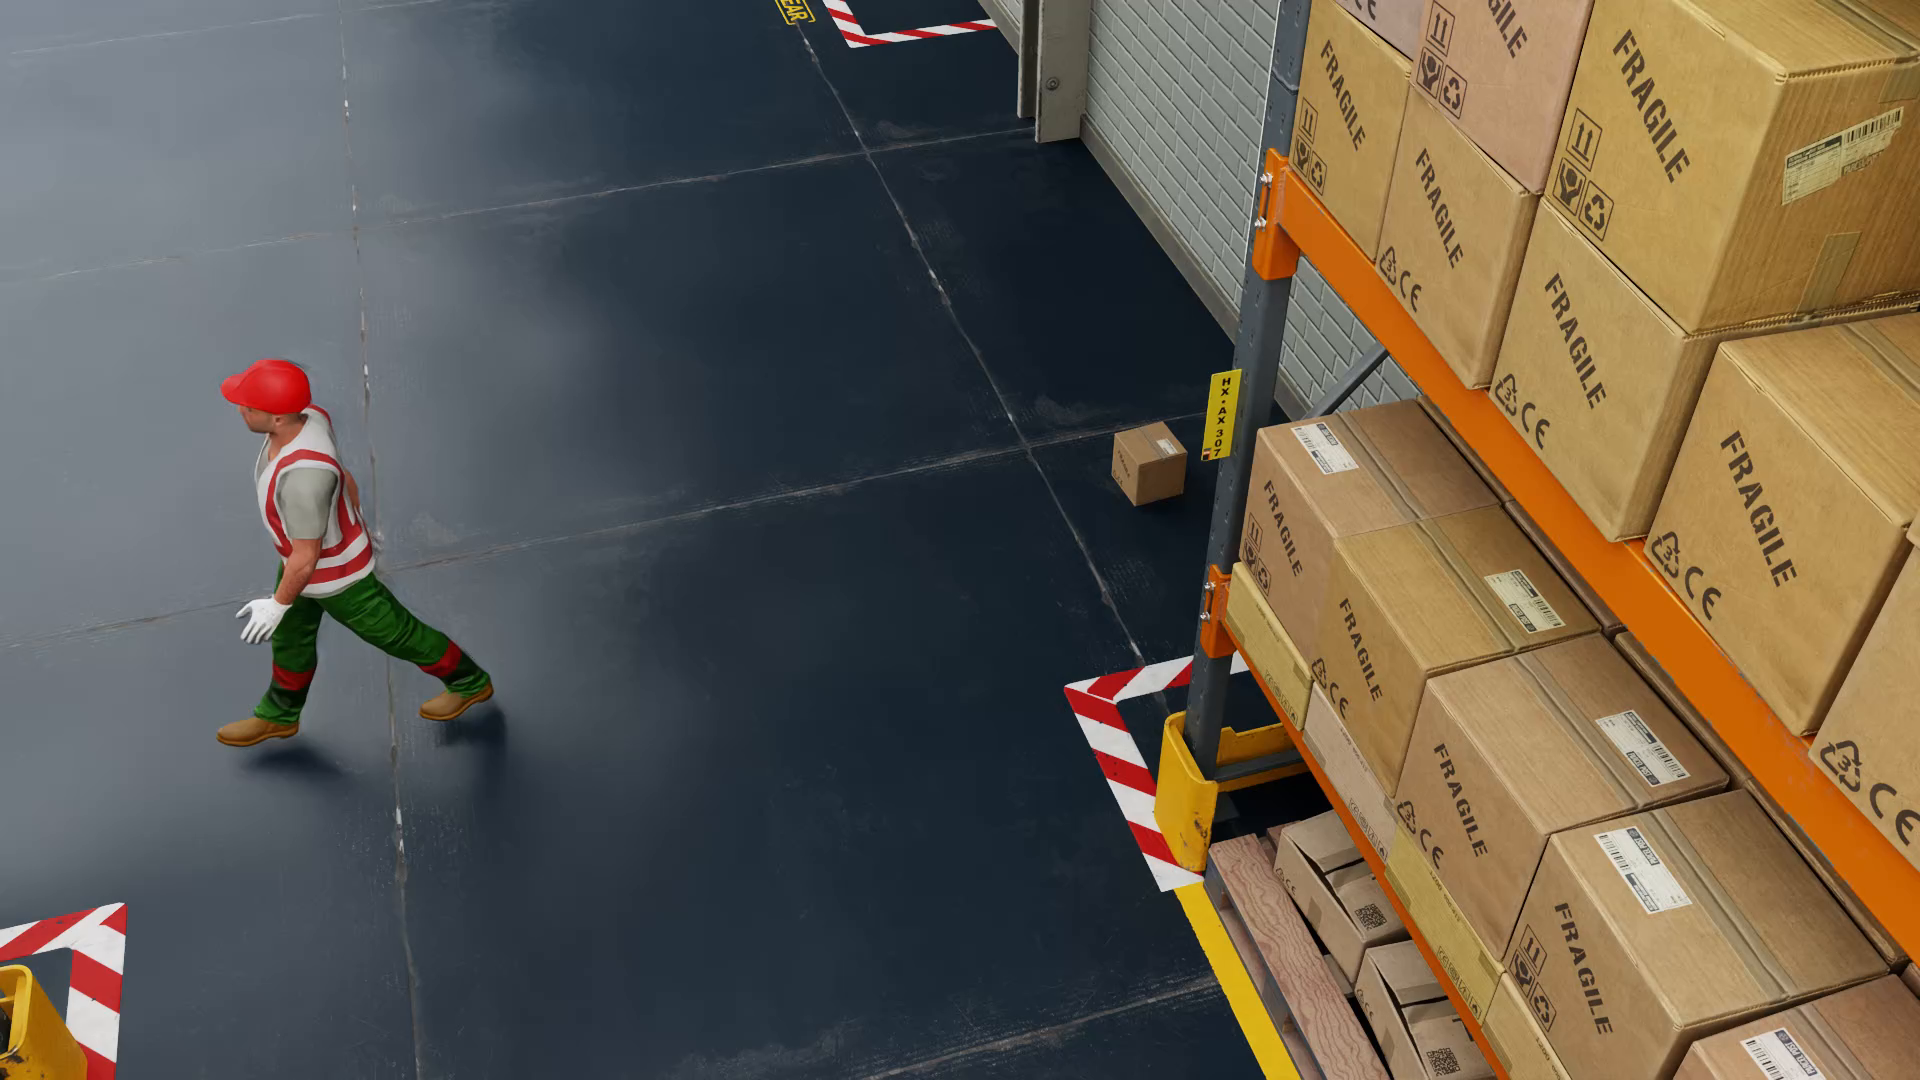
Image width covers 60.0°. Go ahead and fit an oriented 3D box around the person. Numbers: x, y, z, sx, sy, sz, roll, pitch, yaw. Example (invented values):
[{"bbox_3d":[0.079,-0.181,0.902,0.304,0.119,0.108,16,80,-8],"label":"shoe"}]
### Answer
[{"bbox_3d":[-2.372,0.097,6.019,1.038,1.733,0.547,-18,45,-19],"label":"person"}]
